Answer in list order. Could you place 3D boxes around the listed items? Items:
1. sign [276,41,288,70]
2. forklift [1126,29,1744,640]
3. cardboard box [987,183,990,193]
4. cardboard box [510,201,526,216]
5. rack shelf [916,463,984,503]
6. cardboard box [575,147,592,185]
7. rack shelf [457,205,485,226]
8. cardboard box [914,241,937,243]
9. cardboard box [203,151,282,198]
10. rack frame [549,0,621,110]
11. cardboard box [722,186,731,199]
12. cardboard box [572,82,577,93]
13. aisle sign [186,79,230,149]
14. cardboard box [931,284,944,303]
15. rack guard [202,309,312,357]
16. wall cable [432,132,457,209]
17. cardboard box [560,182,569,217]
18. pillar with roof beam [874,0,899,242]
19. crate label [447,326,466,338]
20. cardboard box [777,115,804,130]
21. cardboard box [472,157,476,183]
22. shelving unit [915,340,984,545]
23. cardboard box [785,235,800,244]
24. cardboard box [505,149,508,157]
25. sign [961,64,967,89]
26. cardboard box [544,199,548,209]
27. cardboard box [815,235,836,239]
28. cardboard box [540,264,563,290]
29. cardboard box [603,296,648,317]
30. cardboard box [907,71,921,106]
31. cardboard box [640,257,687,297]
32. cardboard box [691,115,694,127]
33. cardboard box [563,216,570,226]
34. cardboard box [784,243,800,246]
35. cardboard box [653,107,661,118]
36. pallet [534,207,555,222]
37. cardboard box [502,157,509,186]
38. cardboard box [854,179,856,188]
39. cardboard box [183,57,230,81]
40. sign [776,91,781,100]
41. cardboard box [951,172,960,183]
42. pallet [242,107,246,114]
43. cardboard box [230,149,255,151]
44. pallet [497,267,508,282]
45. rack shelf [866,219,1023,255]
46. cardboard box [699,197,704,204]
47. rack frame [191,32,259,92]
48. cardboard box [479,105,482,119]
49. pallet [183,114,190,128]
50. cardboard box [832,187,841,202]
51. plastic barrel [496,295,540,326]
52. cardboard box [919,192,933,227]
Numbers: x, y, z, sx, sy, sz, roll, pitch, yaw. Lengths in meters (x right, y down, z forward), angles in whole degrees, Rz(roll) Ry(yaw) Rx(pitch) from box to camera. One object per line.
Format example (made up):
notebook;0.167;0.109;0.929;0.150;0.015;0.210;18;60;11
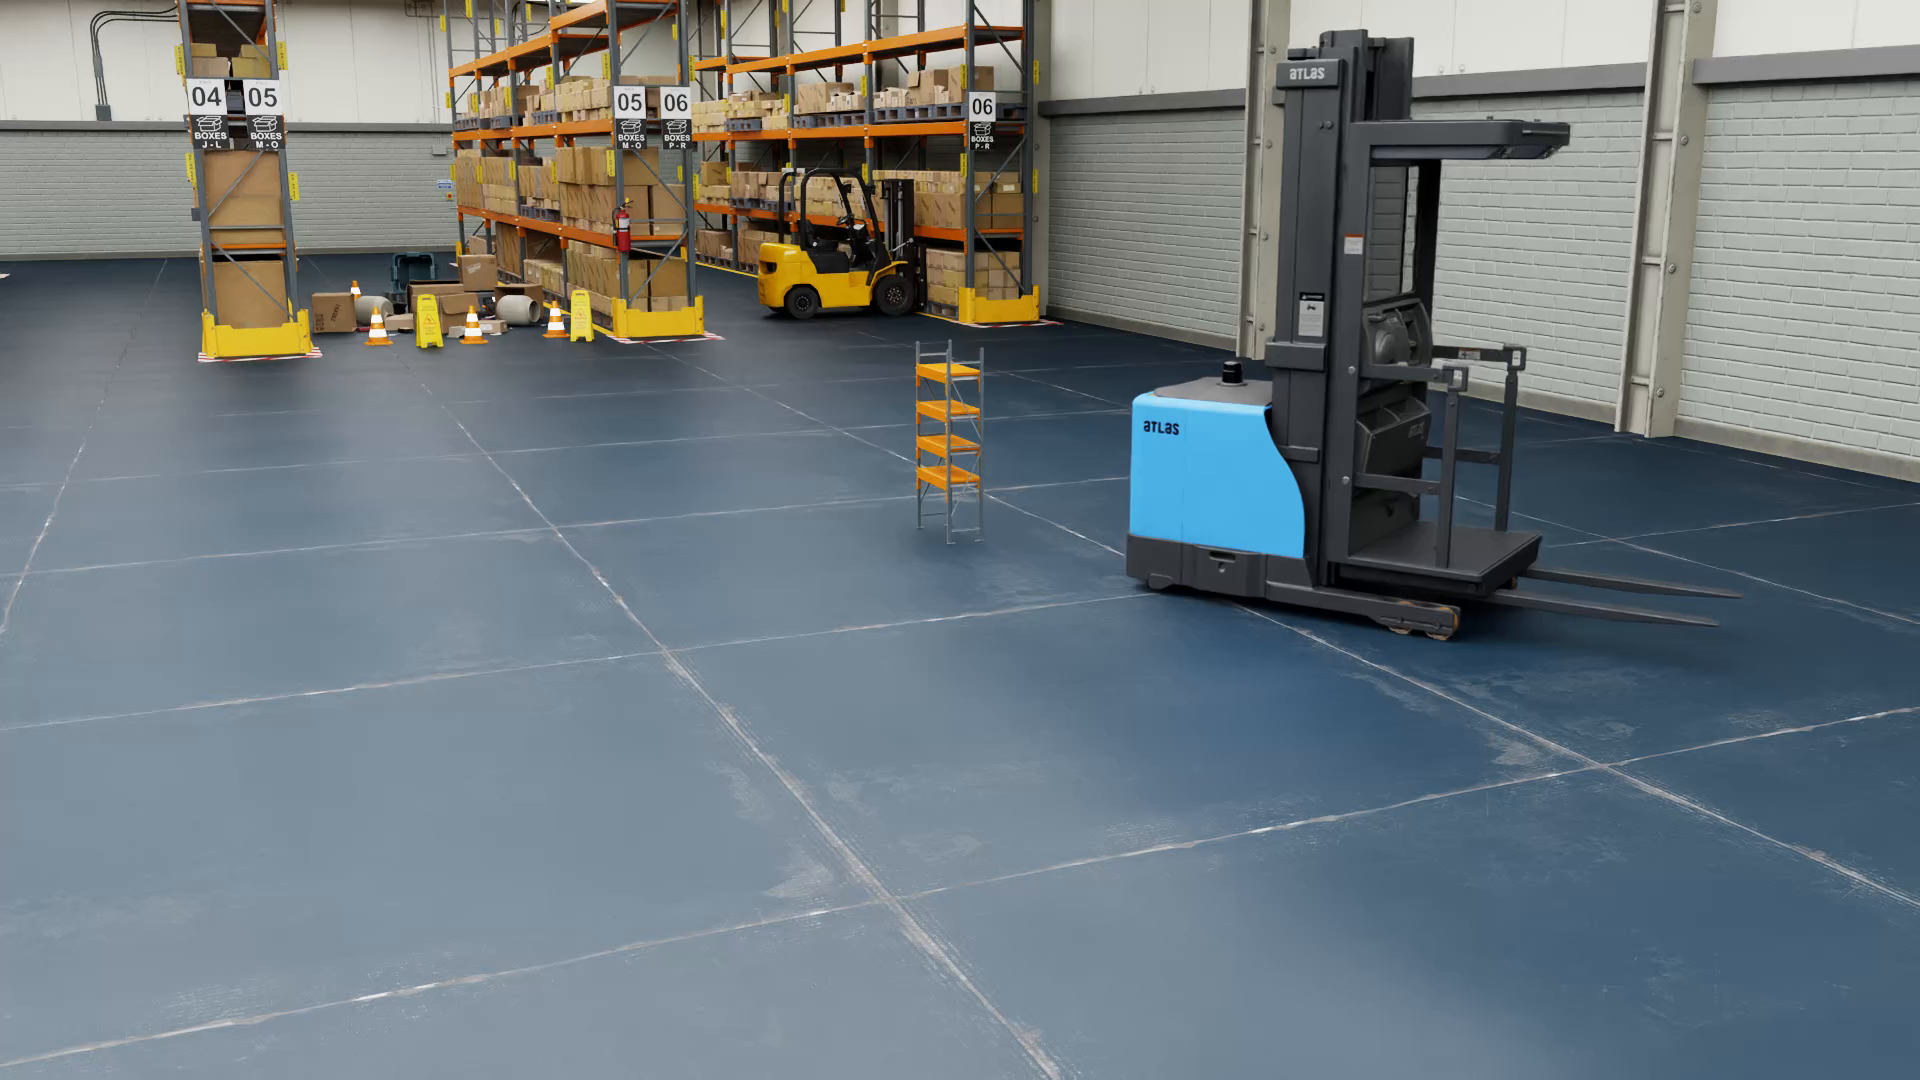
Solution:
sign;-7.974;-5.696;19.560;0.100;0.325;0.005;-6;14;-23
forklift;2.429;-1.068;8.486;3.031;2.935;1.130;9;16;33
cardboard box;0.501;-5.142;24.272;0.380;0.149;0.250;-6;14;-23
cardboard box;-7.635;-5.850;29.325;0.500;0.250;0.500;-6;14;-25
rack shelf;-0.066;-0.360;10.442;0.258;0.148;0.480;-6;14;-23
cardboard box;-4.889;-5.157;22.900;0.700;0.500;0.500;-6;14;-24
rack shelf;-9.598;-6.731;34.395;1.077;0.370;4.000;-6;14;-23
cardboard box;-0.671;-4.732;27.114;0.500;0.250;0.500;-5;14;-22
cardboard box;-8.598;-4.400;20.002;0.875;0.550;0.550;-6;14;-23
rack frame;-5.592;-7.938;24.711;1.000;3.000;0.127;-6;14;-23
cardboard box;-4.678;-7.272;34.812;0.500;0.250;0.500;-5;14;-22
cardboard box;-5.310;-6.438;23.672;0.380;0.149;0.250;-6;14;-25
aisle sign;-8.731;-4.946;19.321;0.394;0.787;0.004;-6;14;-23
cardboard box;-0.111;-3.675;24.763;0.500;0.250;0.500;-6;14;-23
rack guard;-8.475;-2.498;20.055;1.175;0.500;0.348;-6;14;-23
wall cable;-12.679;-9.168;41.005;0.585;1.953;0.123;-6;14;-23
cardboard box;-5.671;-5.093;24.841;0.500;0.500;0.500;-6;14;-23
pillar with roof beam;-5.244;-8.637;27.730;9.100;9.000;0.400;-6;14;-23
crate label;-6.597;-2.753;21.961;0.298;0.136;0.250;9;16;35
cardboard box;-3.076;-7.763;30.940;0.500;0.250;0.500;-6;14;-25
cardboard box;-9.434;-7.382;33.174;0.500;0.500;0.500;-6;14;-24
shelving unit;-0.066;-0.619;10.382;0.258;1.200;0.503;-6;14;-23
cardboard box;-3.078;-5.673;31.402;0.380;0.149;0.250;-6;14;-26
cardboard box;-8.803;-7.660;32.937;0.380;0.149;0.250;-5;14;-22
sign;0.054;-6.446;23.129;0.100;0.325;0.005;-6;14;-23
cardboard box;-6.382;-5.337;26.404;0.380;0.149;0.250;-5;14;-22
cardboard box;-2.571;-5.730;31.647;0.380;0.149;0.250;-5;14;-20
cardboard box;-6.376;-4.340;27.364;0.950;0.372;0.625;-5;14;-21
cardboard box;-4.570;-3.202;22.717;0.500;0.250;0.500;-6;14;-23
cardboard box;-0.362;-6.817;25.139;0.797;0.503;0.637;-5;14;-21
cardboard box;-4.069;-3.616;22.844;0.500;0.500;0.500;-6;14;-25
cardboard box;-5.703;-9.257;36.736;0.500;0.250;0.500;-5;14;-22
cardboard box;-5.760;-4.799;25.009;0.380;0.149;0.250;-6;14;-23
cardboard box;-3.014;-5.346;31.426;0.500;0.500;0.500;-5;14;-21
cardboard box;-3.825;-5.626;21.929;0.380;0.149;0.250;-6;14;-23
pallet;-6.364;-5.343;27.228;1.003;0.211;1.213;-6;14;-23
cardboard box;-7.854;-6.566;29.648;0.500;0.500;0.500;-5;14;-22
cardboard box;-1.555;-5.987;27.924;0.380;0.149;0.250;-6;14;-23
cardboard box;-8.937;-5.583;19.709;0.500;0.250;0.500;-5;14;-22
sign;-3.743;-9.073;34.248;0.100;0.325;0.005;-6;14;-23
cardboard box;0.093;-5.251;24.085;0.380;0.149;0.250;-6;14;-23
pallet;-10.499;-6.100;23.848;0.805;0.209;1.217;-6;14;-25
cardboard box;-13.249;-6.996;30.847;0.500;0.500;0.500;-5;14;-22
pallet;-8.418;-5.157;32.184;1.003;0.211;1.213;-6;14;-23
rack shelf;-0.244;-4.701;25.623;1.077;0.370;4.000;-6;14;-23
cardboard box;-5.502;-7.458;36.498;0.380;0.149;0.250;-6;14;-25
rack frame;-10.087;-7.470;22.689;1.000;3.000;0.127;-6;14;-23
cardboard box;-8.917;-8.134;31.575;0.396;0.266;0.258;-6;14;-23
pallet;-12.724;-7.219;28.672;1.213;0.211;1.003;-6;14;-23
cardboard box;-1.889;-5.925;28.542;0.500;0.250;0.500;-5;14;-22
plastic barrel;-6.204;-3.224;23.360;0.512;0.421;0.421;4;14;16
cardboard box;-0.286;-4.979;25.007;0.500;0.500;0.500;-6;14;-24
